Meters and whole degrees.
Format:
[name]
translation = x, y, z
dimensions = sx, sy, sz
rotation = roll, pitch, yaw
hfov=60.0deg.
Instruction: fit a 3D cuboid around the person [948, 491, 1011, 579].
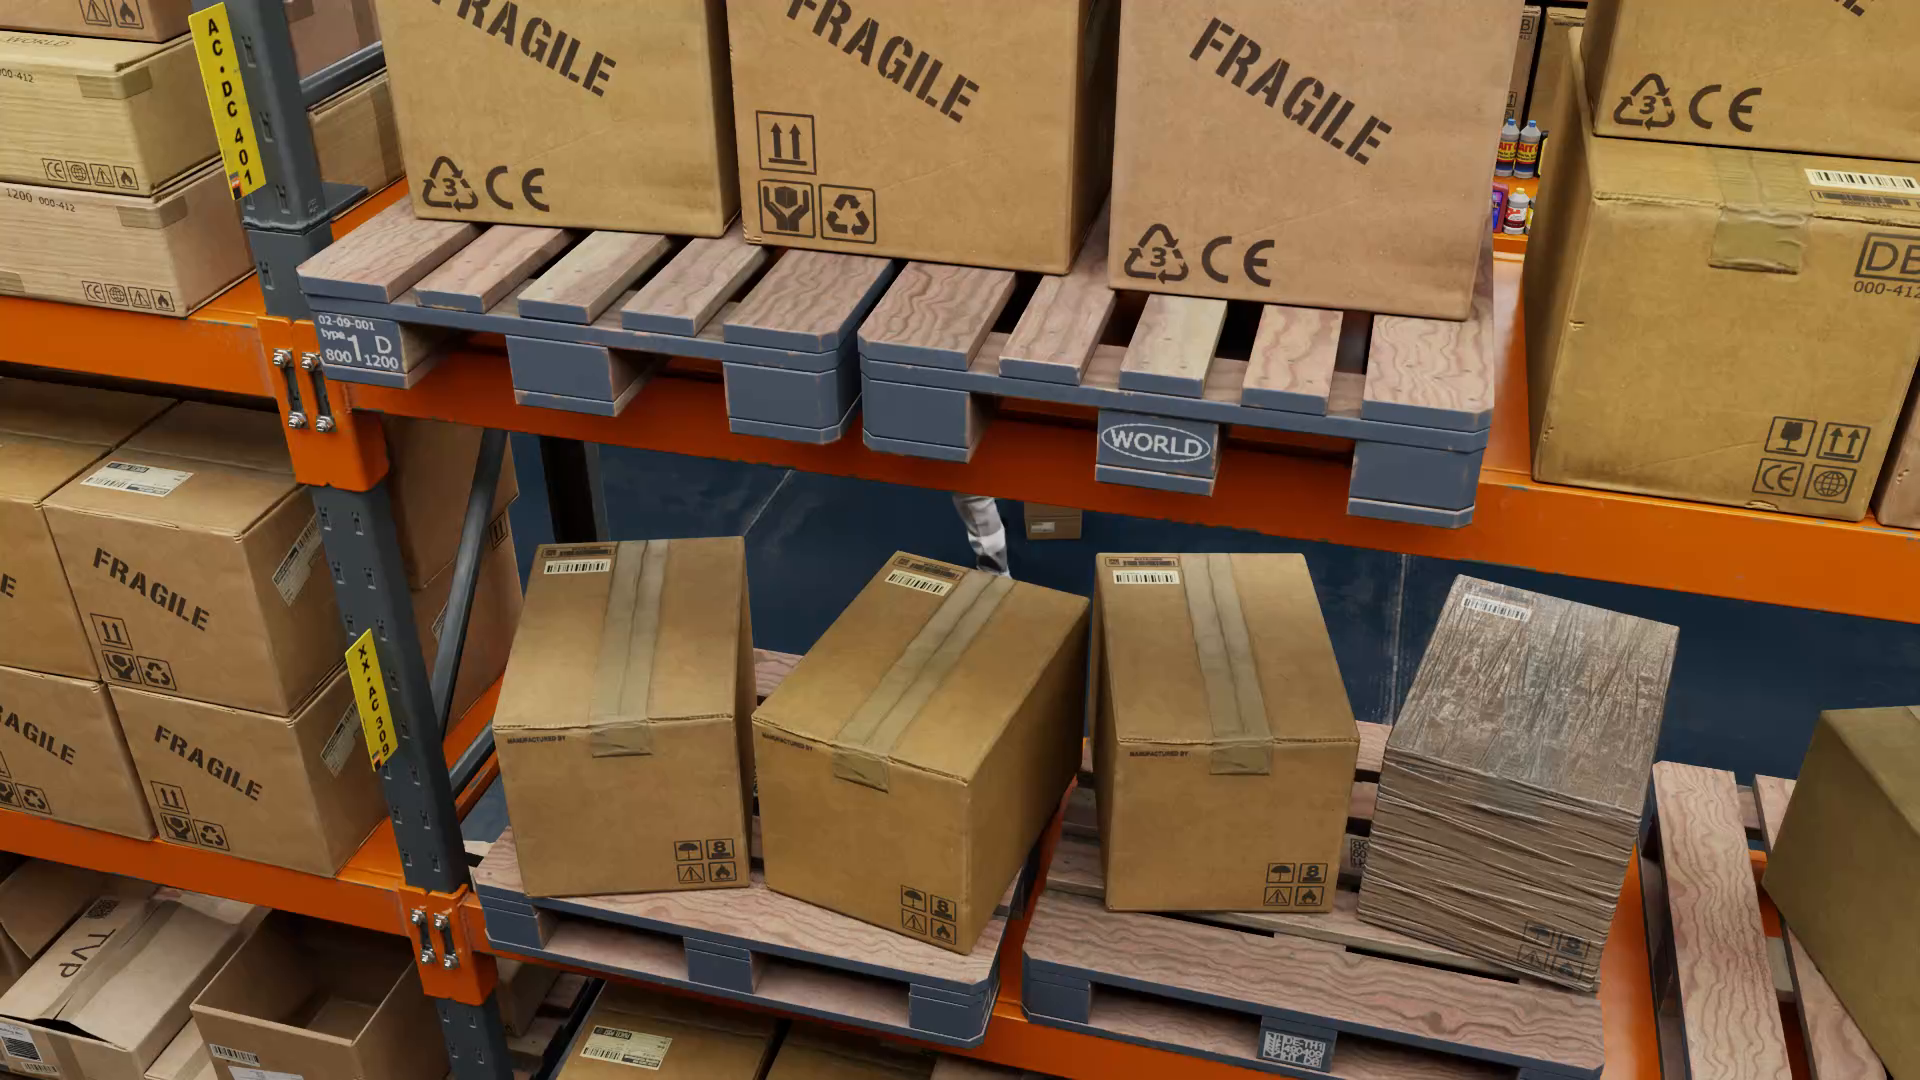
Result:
[person]
translation = 0.030, -0.554, 6.964
dimensions = 0.474, 1.784, 0.647
rotation = 17, 36, 24
